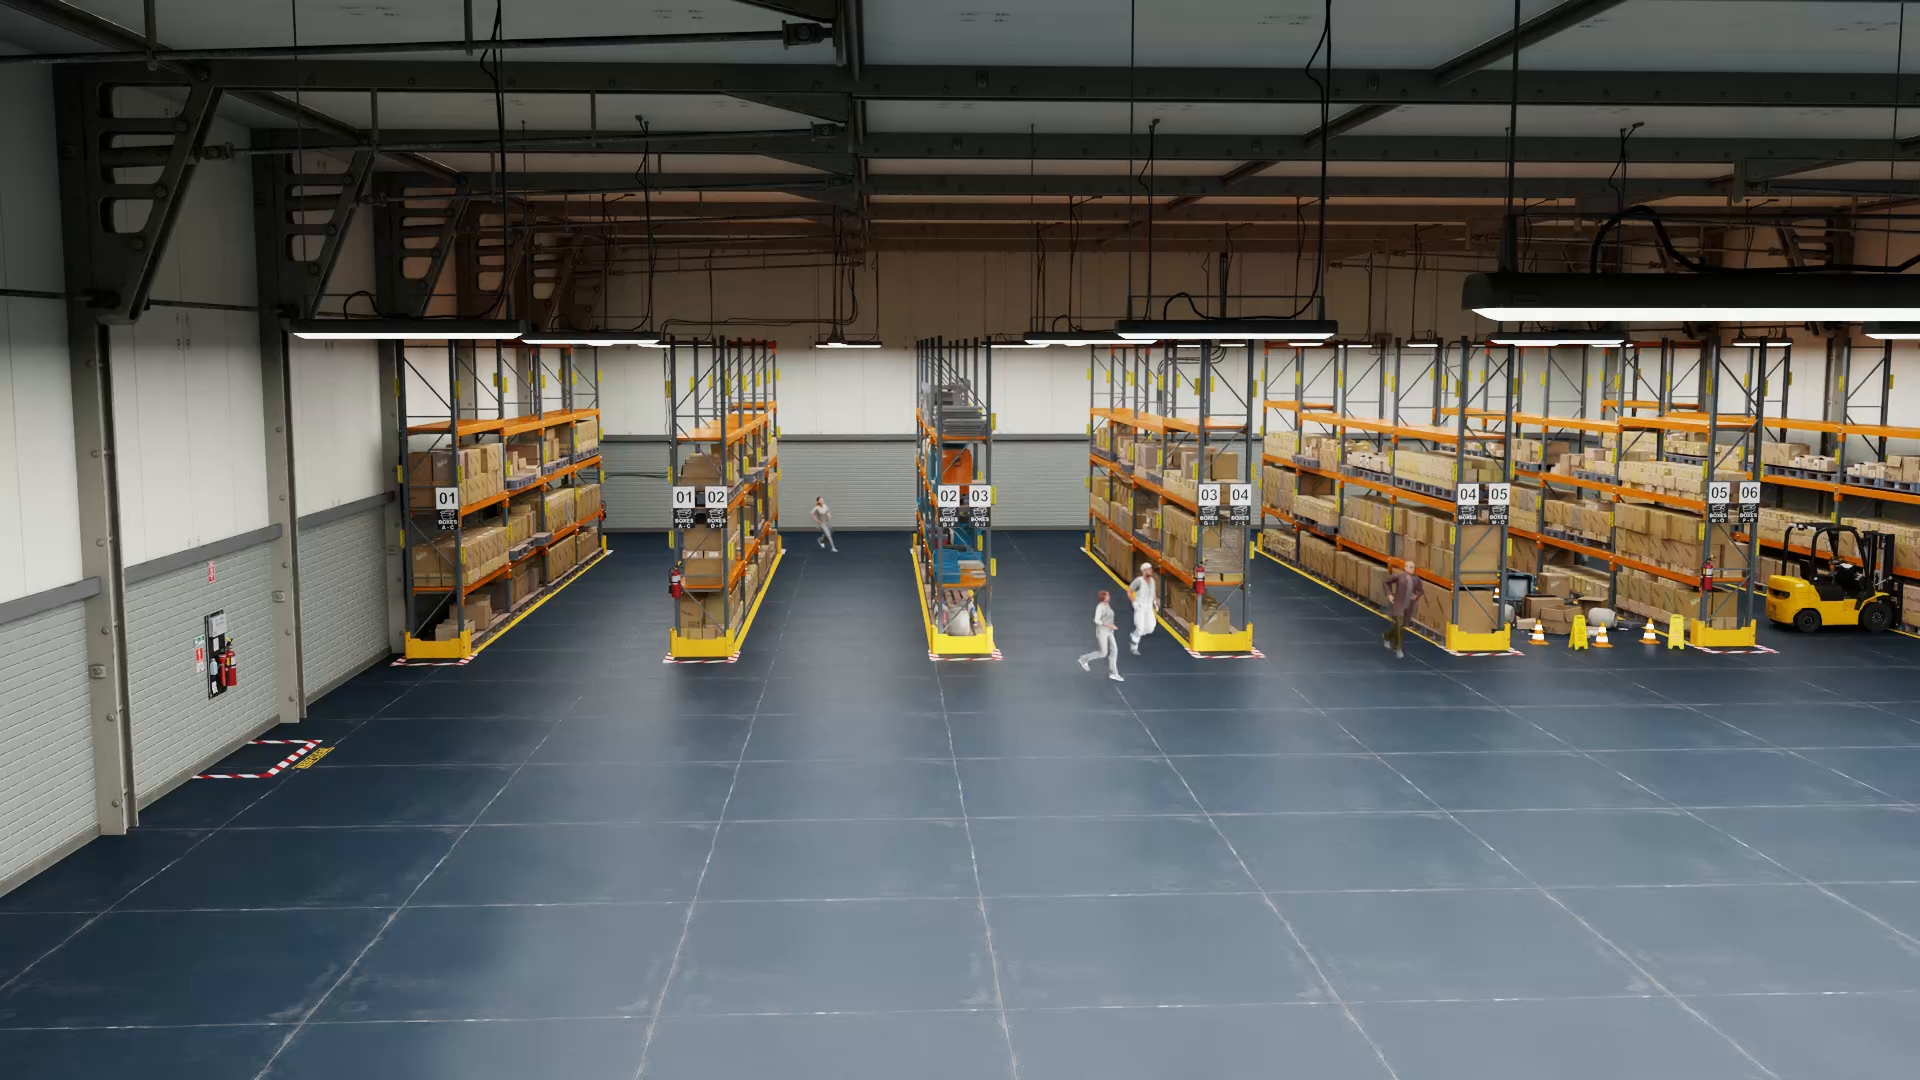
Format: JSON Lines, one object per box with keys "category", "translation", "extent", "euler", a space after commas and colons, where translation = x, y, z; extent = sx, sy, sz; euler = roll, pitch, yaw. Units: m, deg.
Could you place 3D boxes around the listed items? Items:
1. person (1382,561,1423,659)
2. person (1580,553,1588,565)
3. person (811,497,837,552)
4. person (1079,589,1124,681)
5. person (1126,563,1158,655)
{"category": "person", "translation": [8.396, 1.279, 31.470], "extent": [0.741, 1.776, 1.019], "euler": [-1, 7, -13]}
{"category": "person", "translation": [16.484, -0.195, 44.142], "extent": [0.699, 1.756, 0.988], "euler": [-1, 7, -10]}
{"category": "person", "translation": [-3.966, -0.455, 47.492], "extent": [0.629, 1.598, 0.801], "euler": [-6, 9, -42]}
{"category": "person", "translation": [2.485, 1.652, 29.055], "extent": [0.834, 1.594, 0.551], "euler": [3, 7, 27]}
{"category": "person", "translation": [3.484, 1.294, 31.604], "extent": [0.710, 1.734, 0.561], "euler": [-4, 8, -31]}
